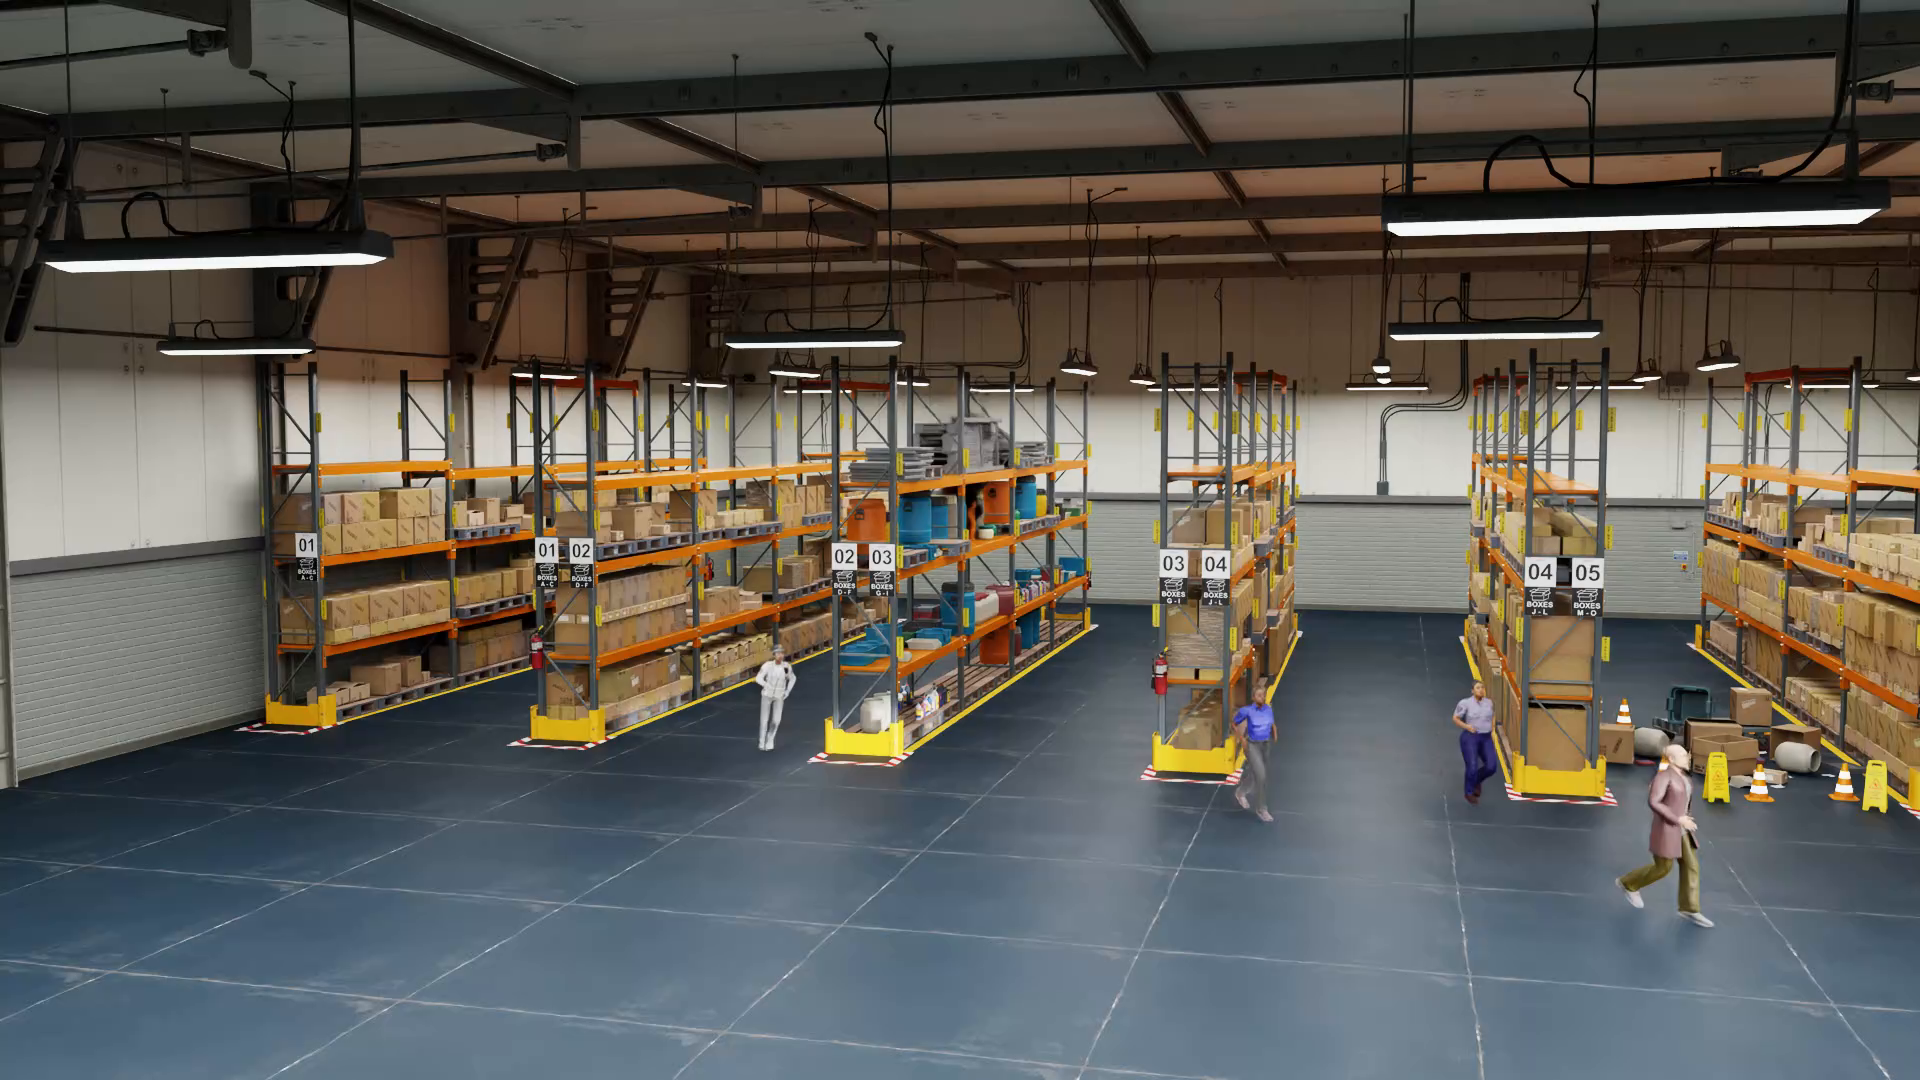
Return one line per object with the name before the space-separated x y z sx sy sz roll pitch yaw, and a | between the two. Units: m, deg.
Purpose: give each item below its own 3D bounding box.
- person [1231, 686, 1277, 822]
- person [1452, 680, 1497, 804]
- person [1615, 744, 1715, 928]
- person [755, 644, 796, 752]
person | 3.757 2.693 21.180 0.579 1.700 0.789 -2 5 -29
person | 6.823 2.670 21.955 0.615 1.611 0.554 0 4 -5
person | 7.123 2.940 16.767 0.722 1.795 0.983 -3 5 -40
person | -2.801 2.407 25.317 0.621 1.653 0.598 0 4 -7
